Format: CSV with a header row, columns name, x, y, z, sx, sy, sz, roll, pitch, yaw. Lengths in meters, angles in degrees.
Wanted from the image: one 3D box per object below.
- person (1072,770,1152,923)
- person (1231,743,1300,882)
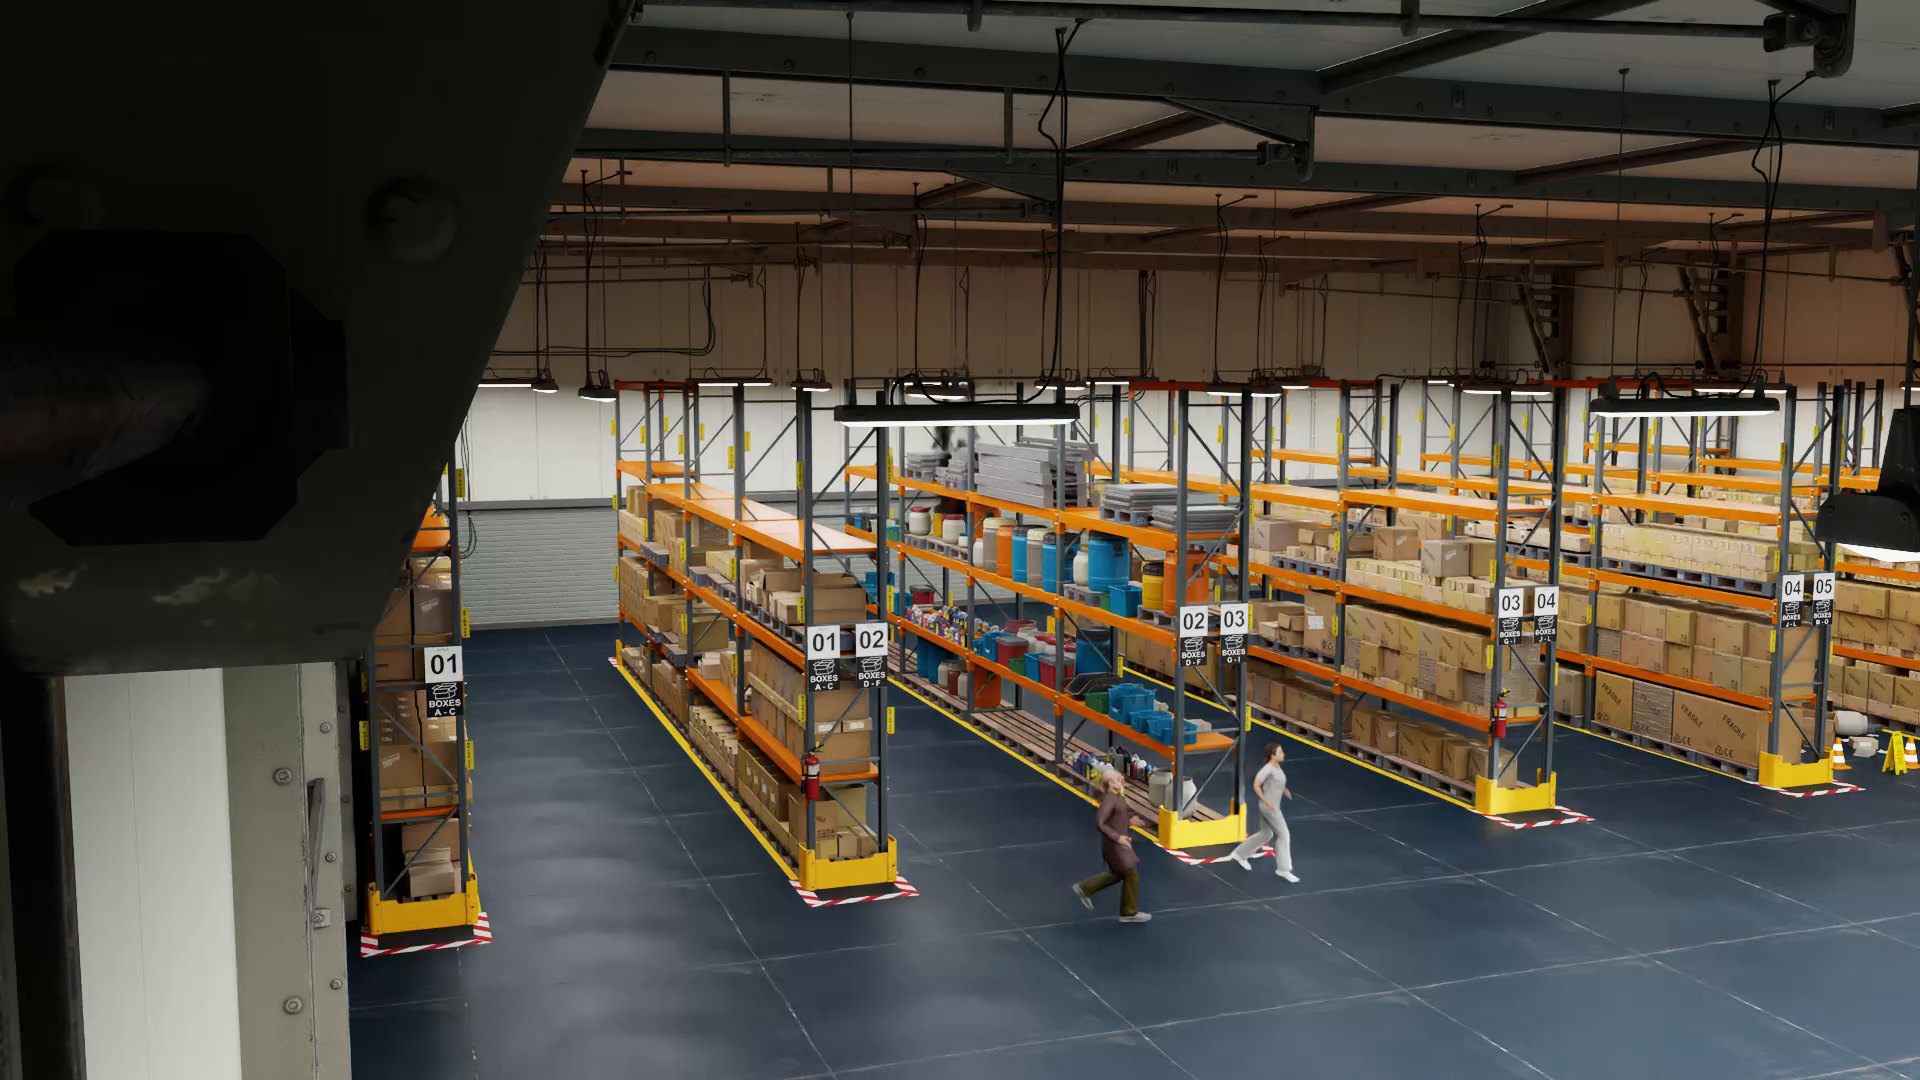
name,x,y,z,sx,sy,sz,roll,pitch,yaw
person,1.726,3.470,18.862,0.911,1.746,0.720,0,6,3
person,3.788,3.331,20.548,0.859,1.699,0.579,2,6,16
